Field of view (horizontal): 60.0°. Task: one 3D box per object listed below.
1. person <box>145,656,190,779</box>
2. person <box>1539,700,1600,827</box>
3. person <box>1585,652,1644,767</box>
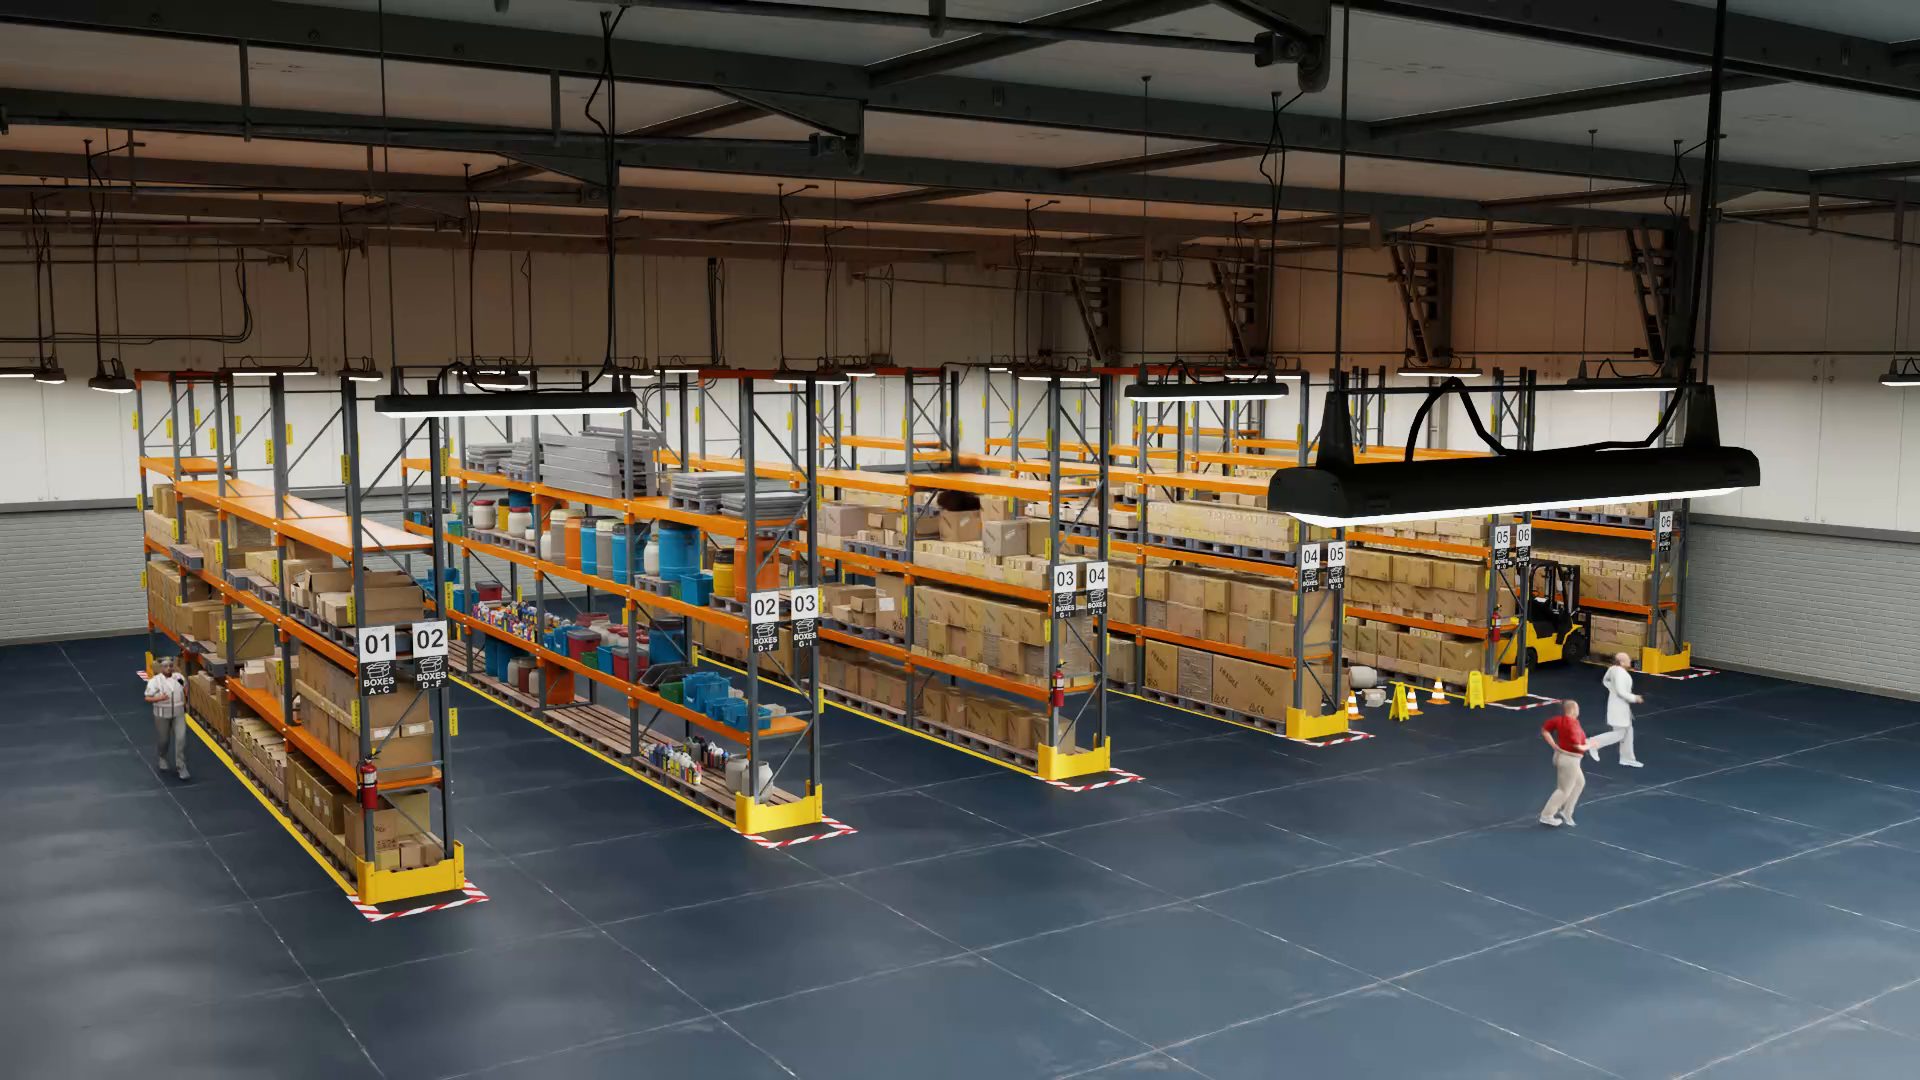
[{"bbox_3d":[-11.830,2.621,24.894,0.658,1.800,0.899,-5,8,-38],"label":"person"},{"bbox_3d":[8.094,2.957,22.111,0.767,1.691,0.638,0,6,-3],"label":"person"},{"bbox_3d":[10.032,2.597,25.477,0.934,1.781,0.718,1,7,10],"label":"person"}]
